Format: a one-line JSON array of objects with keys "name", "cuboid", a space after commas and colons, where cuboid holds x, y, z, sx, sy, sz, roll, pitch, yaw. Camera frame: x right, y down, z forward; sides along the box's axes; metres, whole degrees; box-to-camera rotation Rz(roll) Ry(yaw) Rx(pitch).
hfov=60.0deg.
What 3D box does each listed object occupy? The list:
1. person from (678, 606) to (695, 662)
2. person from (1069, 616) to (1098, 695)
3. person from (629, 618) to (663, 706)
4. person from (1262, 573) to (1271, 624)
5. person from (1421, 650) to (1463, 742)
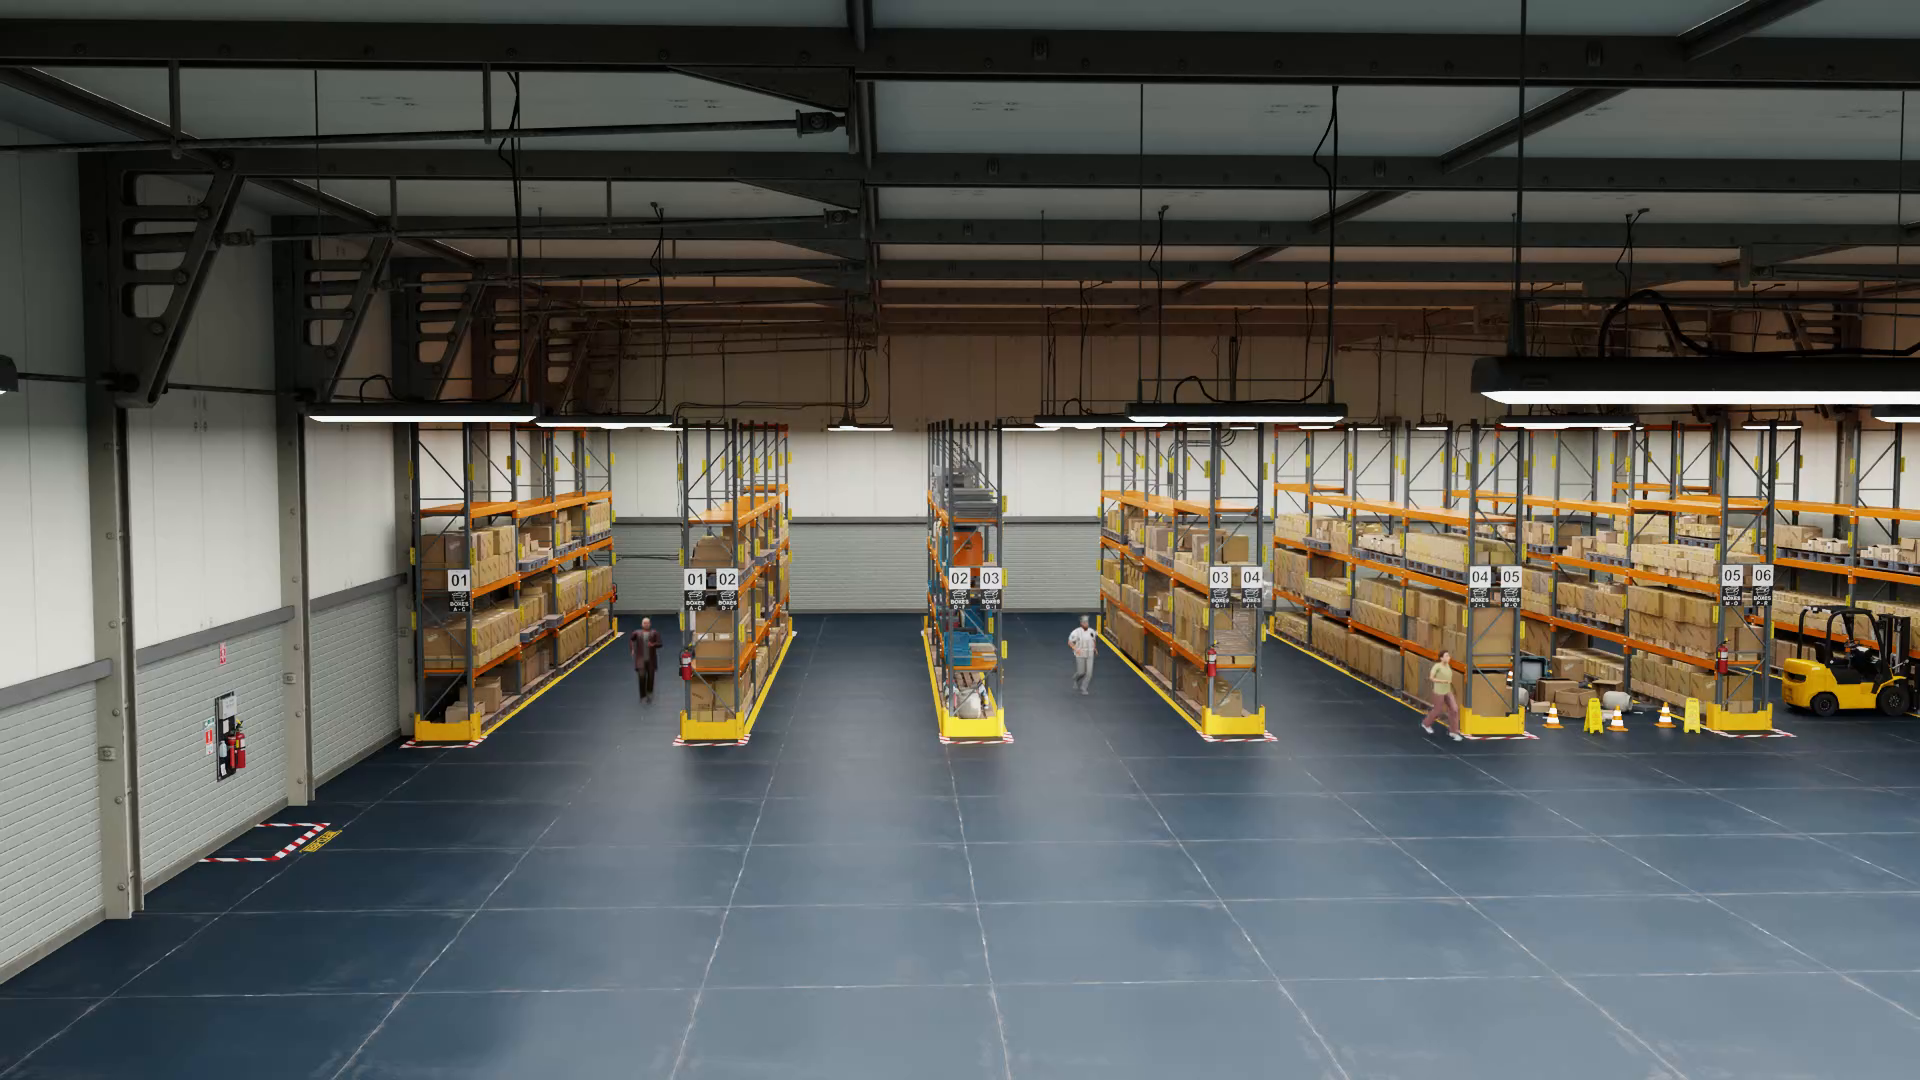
[{"name": "person", "cuboid": [-6.666, 2.214, 41.189, 0.703, 1.743, 0.542, 0, 4, 1]}, {"name": "person", "cuboid": [2.724, 2.520, 36.463, 0.647, 1.731, 0.597, -1, 4, -20]}, {"name": "person", "cuboid": [-6.655, 2.553, 35.289, 0.686, 1.809, 0.988, -1, 4, -13]}, {"name": "person", "cuboid": [8.797, 1.755, 48.787, 0.792, 1.731, 0.623, -2, 4, -25]}, {"name": "person", "cuboid": [9.030, 2.894, 31.219, 0.610, 1.684, 0.924, -2, 4, -30]}]
